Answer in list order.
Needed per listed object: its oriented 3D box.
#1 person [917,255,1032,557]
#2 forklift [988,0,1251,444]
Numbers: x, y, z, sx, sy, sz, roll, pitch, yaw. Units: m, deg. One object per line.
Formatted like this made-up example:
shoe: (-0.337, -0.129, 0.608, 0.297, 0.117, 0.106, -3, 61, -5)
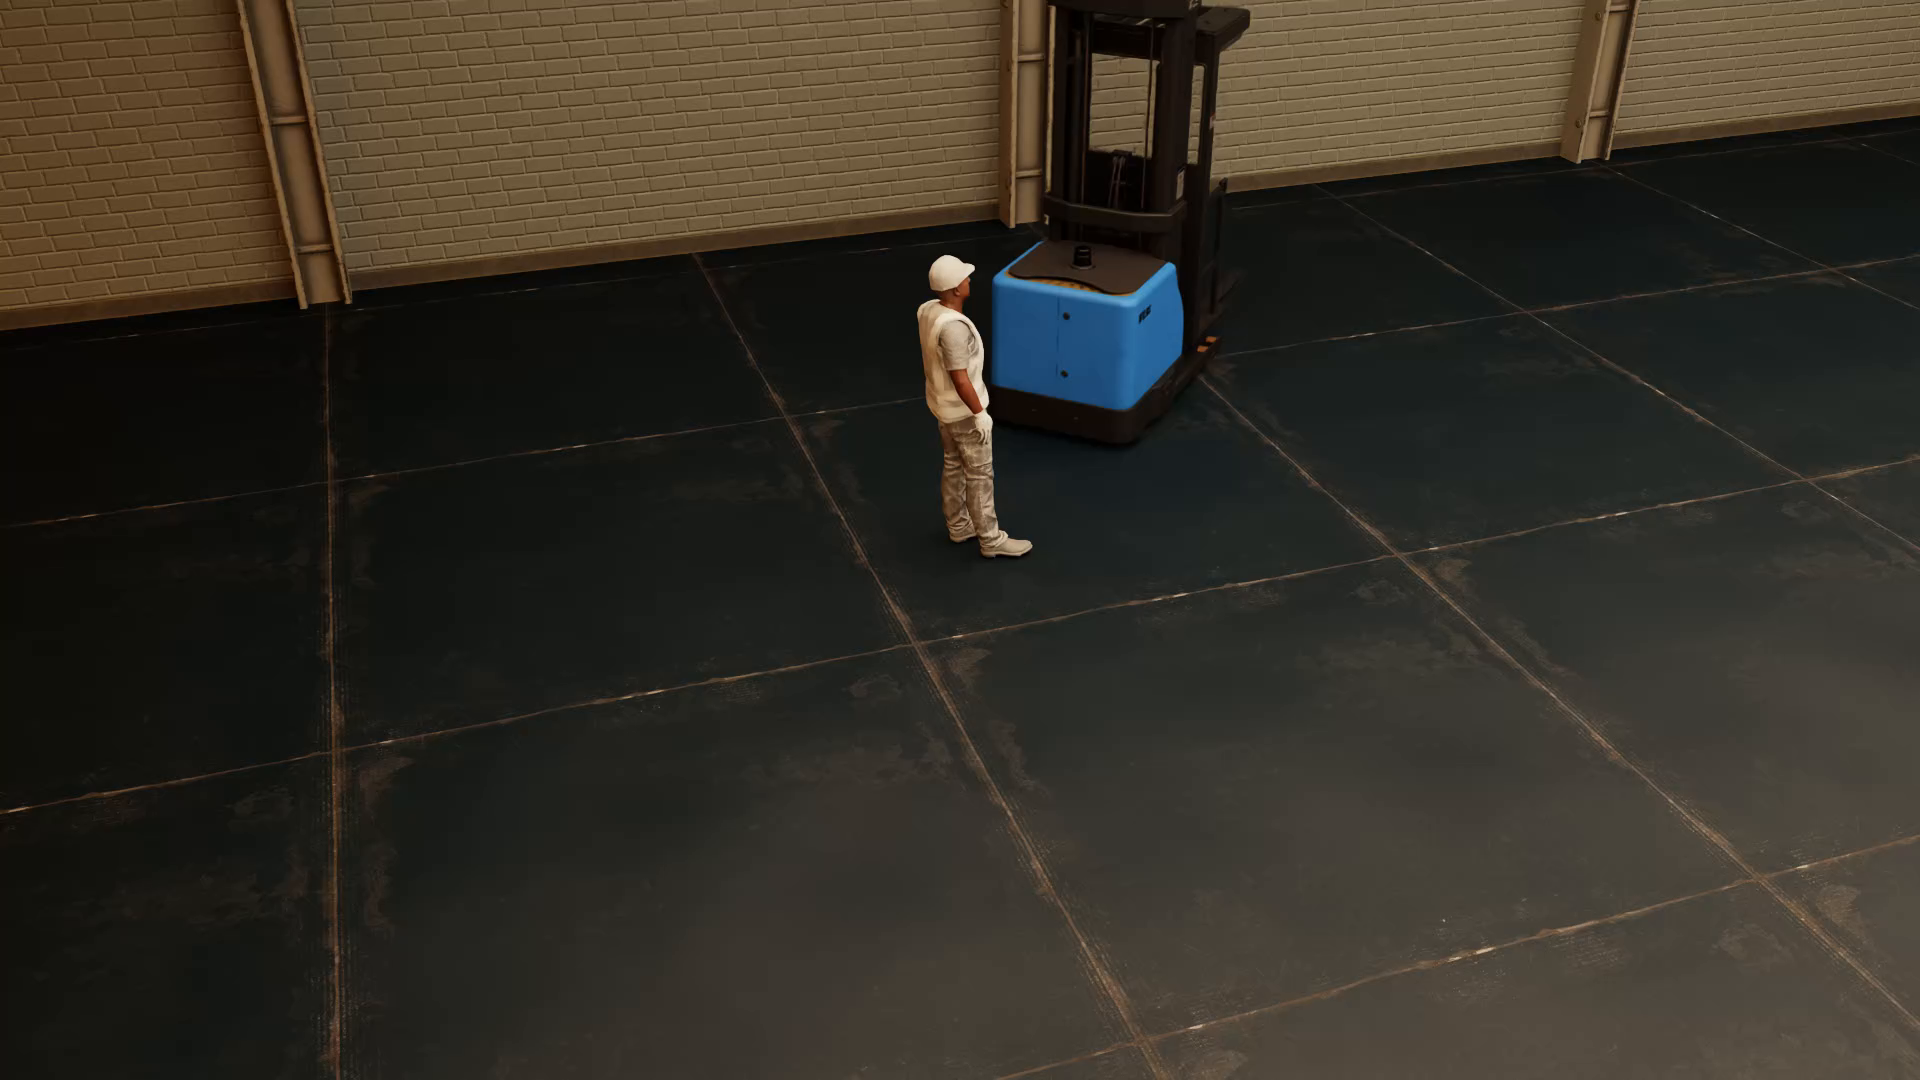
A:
person: (0.072, -0.787, 9.592, 0.574, 1.786, 0.656, -10, 31, -16)
forklift: (1.295, -2.618, 11.637, 1.130, 2.935, 3.031, 14, 33, 22)
